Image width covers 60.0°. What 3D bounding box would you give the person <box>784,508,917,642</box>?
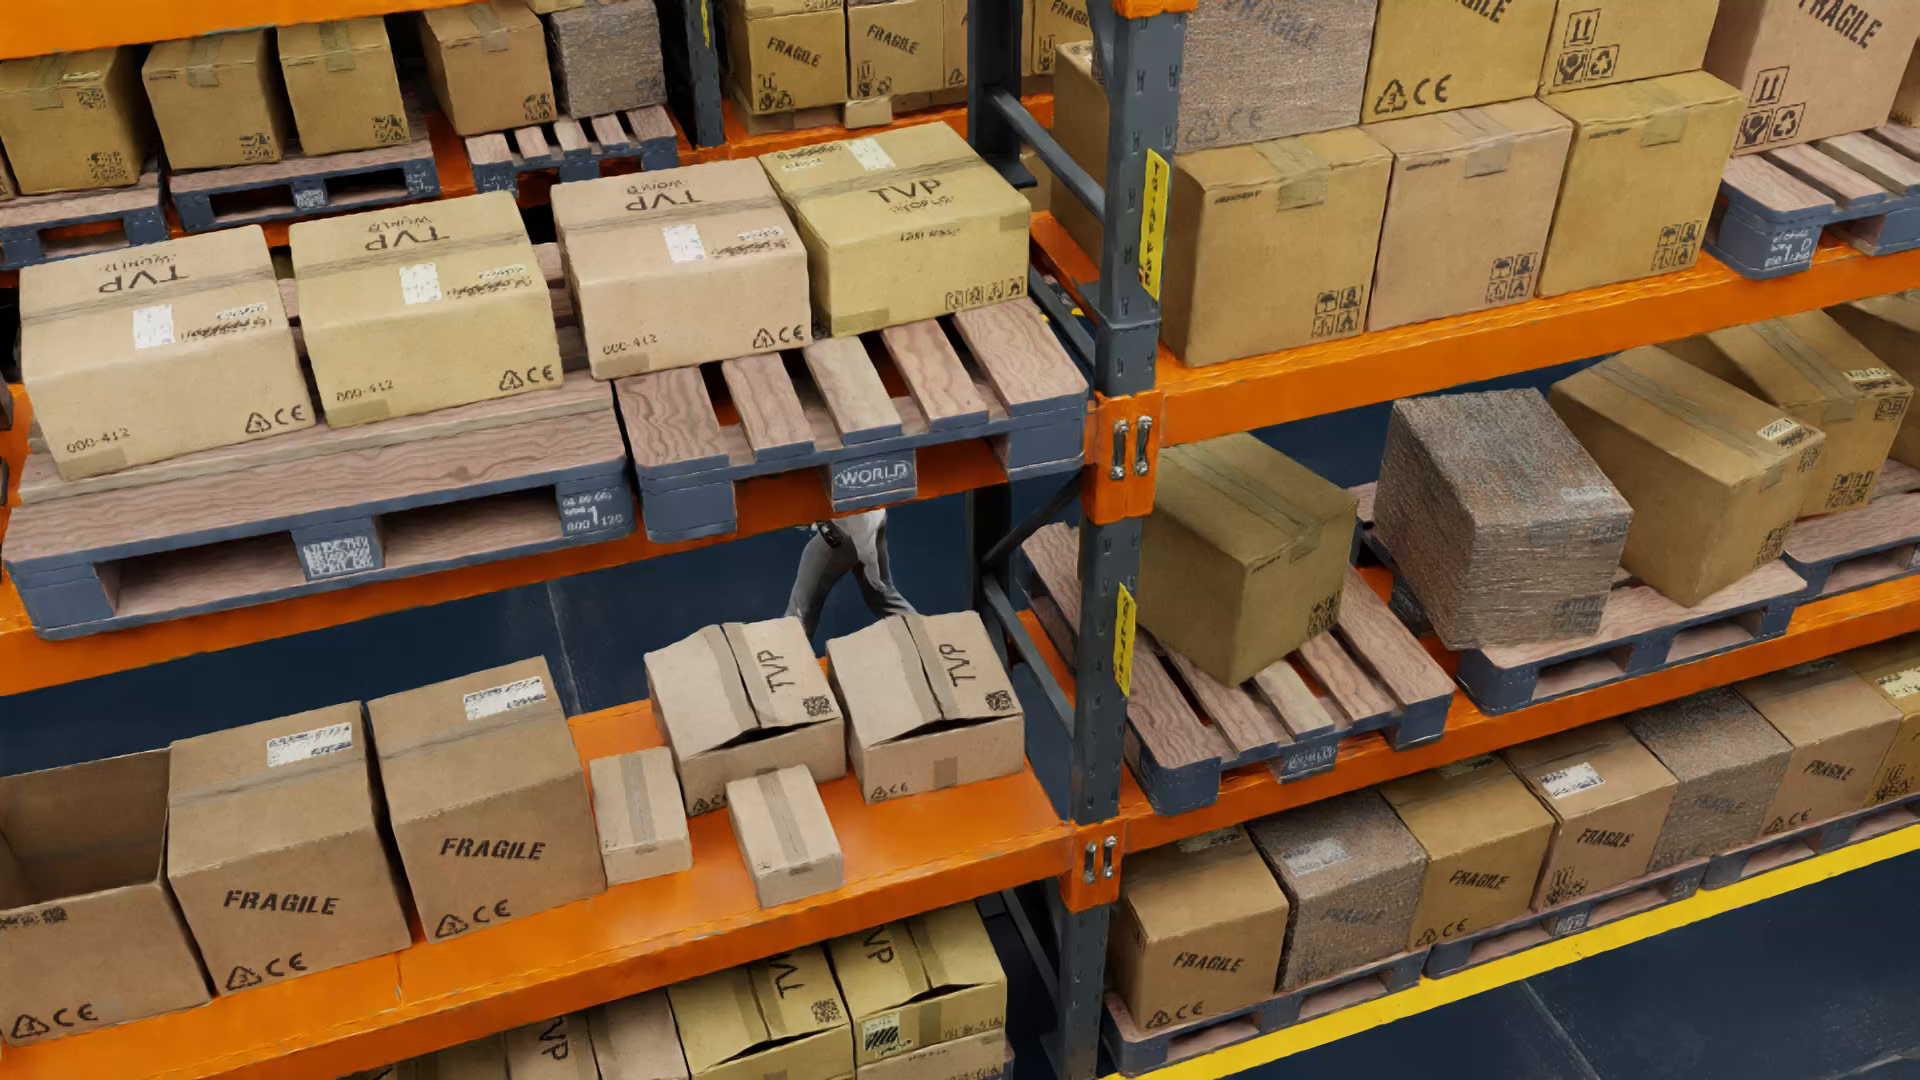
[{"bbox_3d":[-0.535,-0.071,6.872,0.944,1.628,0.529,7,38,9],"label":"person"}]
